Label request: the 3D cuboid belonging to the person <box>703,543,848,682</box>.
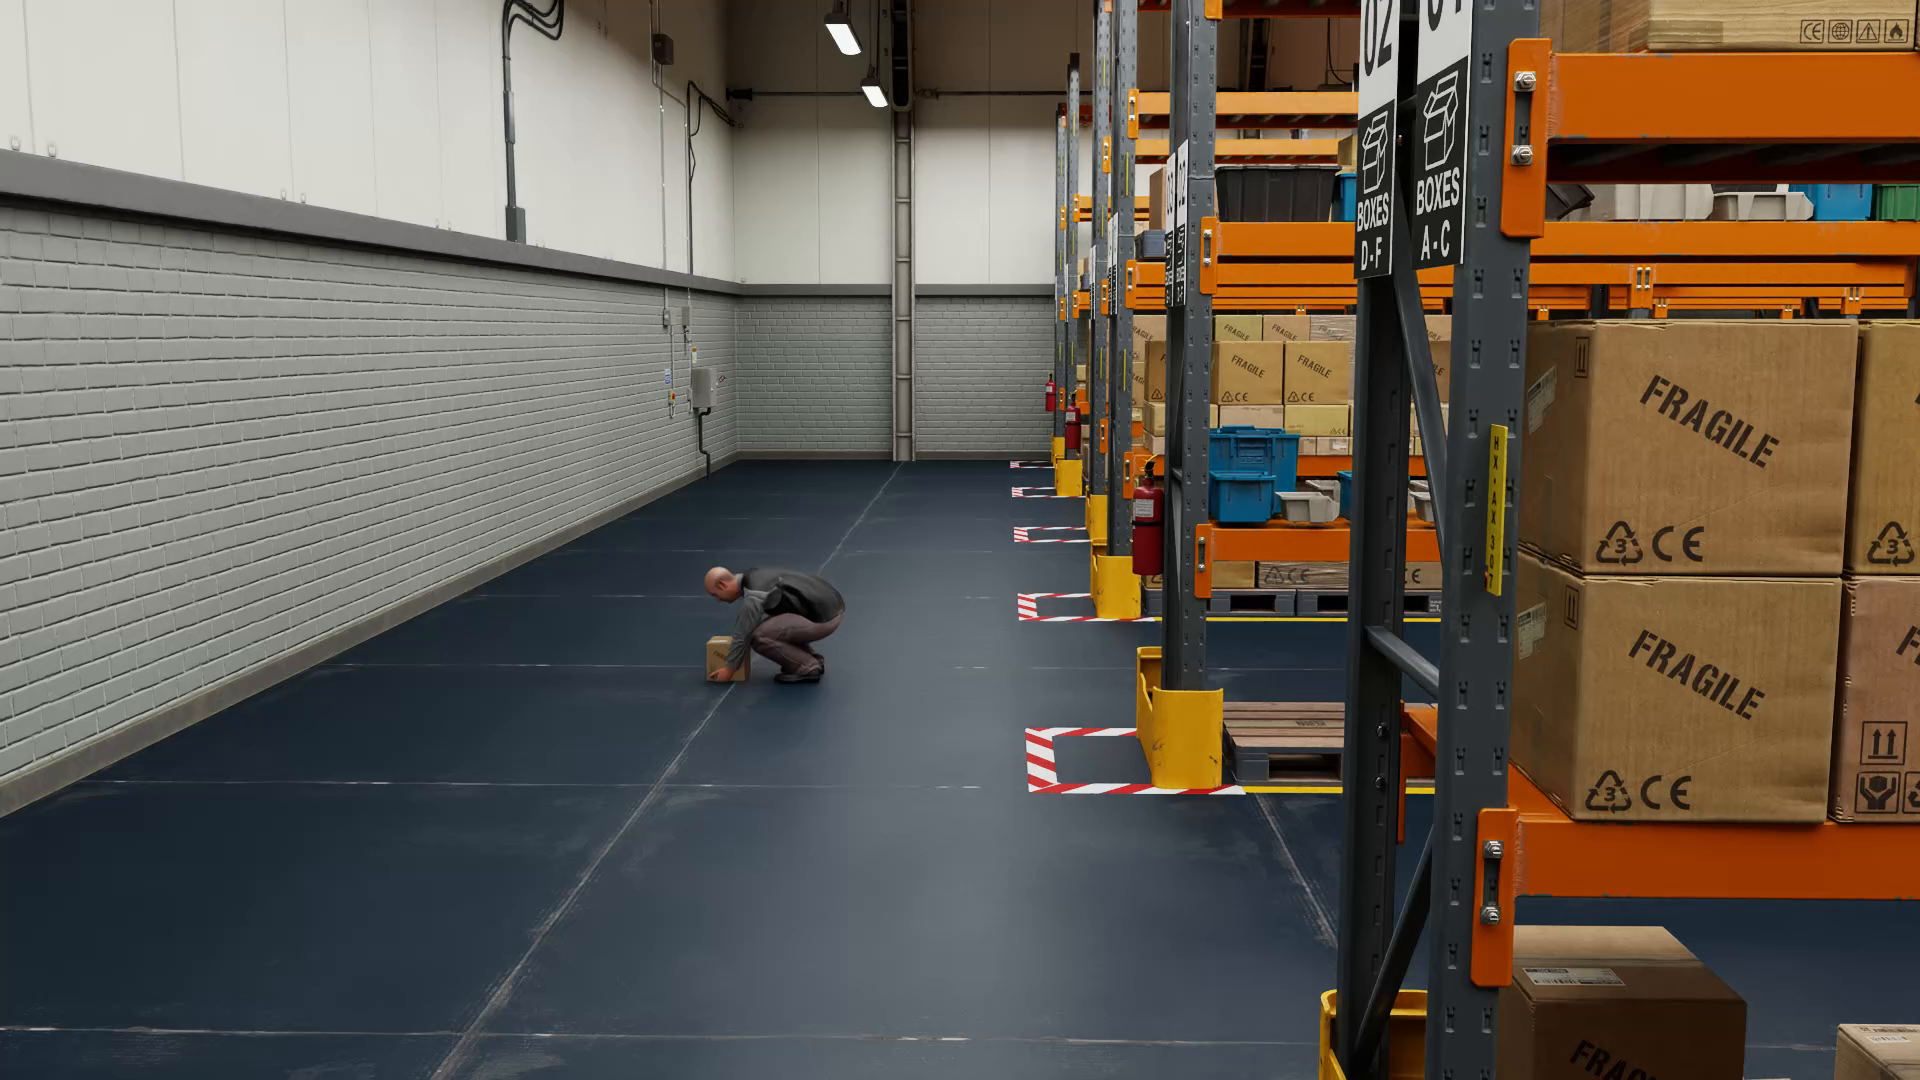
[{"bbox_3d":[-1.215,0.474,10.955,0.950,0.906,0.521,0,7,-1],"label":"person"}]
